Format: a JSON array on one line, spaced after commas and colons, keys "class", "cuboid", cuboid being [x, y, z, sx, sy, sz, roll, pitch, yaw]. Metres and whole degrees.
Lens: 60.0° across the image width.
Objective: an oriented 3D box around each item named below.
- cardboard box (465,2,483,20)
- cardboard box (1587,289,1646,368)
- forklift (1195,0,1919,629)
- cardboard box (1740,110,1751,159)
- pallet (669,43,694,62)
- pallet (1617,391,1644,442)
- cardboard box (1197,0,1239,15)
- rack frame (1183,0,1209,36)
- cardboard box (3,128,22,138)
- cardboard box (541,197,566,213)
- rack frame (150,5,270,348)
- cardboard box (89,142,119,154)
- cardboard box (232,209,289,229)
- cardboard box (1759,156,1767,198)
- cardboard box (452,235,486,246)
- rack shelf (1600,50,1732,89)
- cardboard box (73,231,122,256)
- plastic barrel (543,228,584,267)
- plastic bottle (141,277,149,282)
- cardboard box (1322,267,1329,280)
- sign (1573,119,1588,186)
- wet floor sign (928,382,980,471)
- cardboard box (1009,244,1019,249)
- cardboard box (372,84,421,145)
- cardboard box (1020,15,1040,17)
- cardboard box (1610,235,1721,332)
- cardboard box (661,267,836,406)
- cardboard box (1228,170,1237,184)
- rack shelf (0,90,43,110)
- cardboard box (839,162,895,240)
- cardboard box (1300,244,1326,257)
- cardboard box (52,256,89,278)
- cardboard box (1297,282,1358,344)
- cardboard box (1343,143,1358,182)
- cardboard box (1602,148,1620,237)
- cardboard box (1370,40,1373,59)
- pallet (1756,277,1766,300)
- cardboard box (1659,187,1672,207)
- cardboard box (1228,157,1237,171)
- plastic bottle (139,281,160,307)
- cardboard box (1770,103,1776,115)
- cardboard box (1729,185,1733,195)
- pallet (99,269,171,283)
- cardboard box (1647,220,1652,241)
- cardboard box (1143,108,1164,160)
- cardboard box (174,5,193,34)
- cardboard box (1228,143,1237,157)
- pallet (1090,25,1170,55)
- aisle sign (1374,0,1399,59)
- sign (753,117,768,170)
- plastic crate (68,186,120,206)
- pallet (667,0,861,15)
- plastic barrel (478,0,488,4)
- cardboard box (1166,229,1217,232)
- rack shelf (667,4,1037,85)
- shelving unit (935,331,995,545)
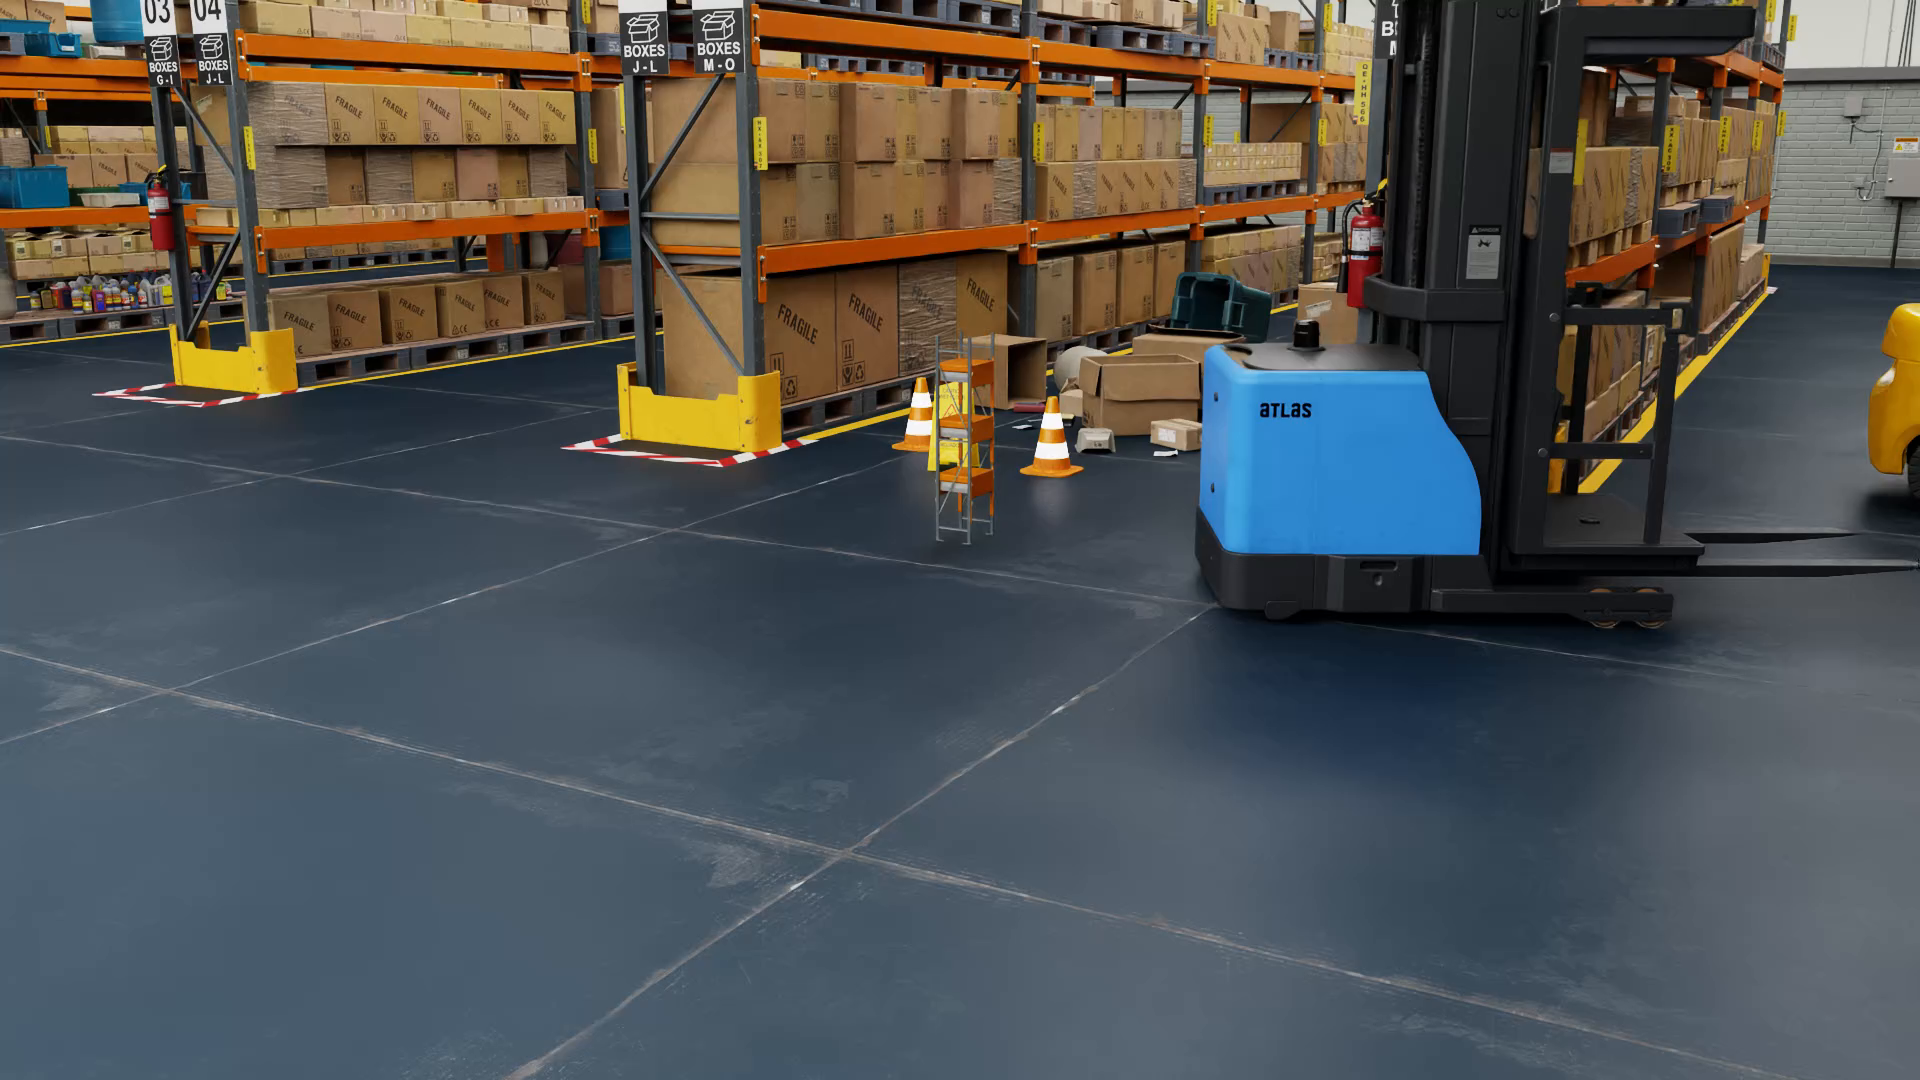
[{"class": "cardboard box", "cuboid": [-4.575, -4.807, 15.140, 0.380, 0.149, 0.250, 8, 16, 30]}, {"class": "cardboard box", "cuboid": [4.508, -1.494, 11.702, 0.500, 0.500, 0.500, 7, 15, 27]}, {"class": "forklift", "cuboid": [2.628, -1.178, 7.165, 3.031, 2.935, 1.130, 0, 14, 1]}, {"class": "cardboard box", "cuboid": [8.187, -4.363, 17.884, 0.500, 0.500, 0.500, 8, 16, 29]}, {"class": "pallet", "cuboid": [-3.225, -5.231, 17.834, 1.213, 0.211, 1.003, 7, 15, 28]}, {"class": "pallet", "cuboid": [4.266, -0.917, 11.885, 1.003, 0.211, 1.213, 7, 15, 28]}, {"class": "cardboard box", "cuboid": [2.797, -5.811, 17.992, 0.396, 0.266, 0.258, 7, 15, 28]}, {"class": "rack frame", "cuboid": [2.111, -6.691, 17.088, 1.000, 3.000, 0.127, 7, 15, 28]}, {"class": "cardboard box", "cuboid": [-15.331, -6.545, 26.745, 0.380, 0.149, 0.250, 5, 15, 21]}, {"class": "cardboard box", "cuboid": [-4.091, -3.287, 16.304, 0.380, 0.149, 0.250, 7, 15, 28]}, {"class": "rack frame", "cuboid": [-6.049, -2.716, 13.400, 1.000, 3.000, 0.127, 7, 15, 28]}, {"class": "cardboard box", "cuboid": [-14.470, -6.421, 27.877, 0.500, 0.500, 0.500, 8, 16, 30]}, {"class": "cardboard box", "cuboid": [-5.703, -2.626, 13.560, 0.380, 0.149, 0.250, 7, 15, 28]}, {"class": "cardboard box", "cuboid": [9.625, -4.480, 20.504, 0.500, 0.500, 0.500, 8, 16, 30]}, {"class": "cardboard box", "cuboid": [-8.526, -5.270, 28.790, 0.500, 0.311, 0.500, 7, 15, 28]}, {"class": "rack shelf", "cuboid": [5.526, -3.933, 13.581, 1.077, 0.370, 4.000, 7, 15, 28]}, {"class": "cardboard box", "cuboid": [-11.872, -4.065, 22.769, 0.500, 0.311, 0.500, 7, 15, 26]}, {"class": "plastic barrel", "cuboid": [-5.750, -4.285, 24.155, 0.600, 0.588, 0.708, 7, 15, 28]}, {"class": "plastic bottle", "cuboid": [-9.169, -2.824, 18.728, 0.097, 0.271, 0.097, 0, 14, 0]}, {"class": "cardboard box", "cuboid": [4.631, -3.507, 21.865, 0.380, 0.149, 0.250, 8, 16, 30]}, {"class": "sign", "cuboid": [3.101, -1.953, 8.386, 0.100, 0.325, 0.005, 7, 15, 28]}, {"class": "wet floor sign", "cuboid": [-0.037, -0.759, 10.304, 0.267, 0.644, 0.232, 5, 14, 18]}, {"class": "cardboard box", "cuboid": [0.576, -4.660, 25.102, 0.875, 0.875, 0.875, 7, 15, 28]}, {"class": "cardboard box", "cuboid": [-5.056, -3.682, 14.425, 0.500, 0.500, 0.500, 7, 15, 28]}, {"class": "cardboard box", "cuboid": [0.379, -4.755, 14.668, 0.500, 0.250, 0.500, 8, 15, 29]}, {"class": "cardboard box", "cuboid": [6.900, -2.538, 16.299, 0.875, 0.875, 0.875, 7, 15, 28]}, {"class": "cardboard box", "cuboid": [-1.486, -1.451, 11.791, 0.875, 0.875, 0.875, 7, 15, 28]}, {"class": "cardboard box", "cuboid": [2.893, -4.092, 18.746, 0.380, 0.149, 0.250, 8, 16, 31]}, {"class": "rack shelf", "cuboid": [-16.157, -6.739, 25.222, 1.077, 0.370, 4.000, 7, 15, 28]}, {"class": "cardboard box", "cuboid": [-0.989, -2.504, 12.198, 0.875, 0.550, 0.550, 7, 15, 28]}, {"class": "cardboard box", "cuboid": [4.578, -3.800, 21.813, 0.380, 0.149, 0.250, 8, 16, 31]}, {"class": "cardboard box", "cuboid": [-12.125, -3.687, 22.397, 0.500, 0.250, 0.500, 8, 16, 29]}, {"class": "cardboard box", "cuboid": [2.987, -1.762, 13.162, 0.500, 0.500, 0.500, 7, 15, 28]}, {"class": "cardboard box", "cuboid": [5.013, -5.063, 22.288, 0.500, 0.500, 0.500, 7, 15, 27]}, {"class": "cardboard box", "cuboid": [3.590, -2.064, 9.845, 0.500, 0.500, 0.500, 7, 15, 27]}, {"class": "cardboard box", "cuboid": [5.483, -6.711, 22.825, 0.500, 0.250, 0.500, 8, 16, 29]}, {"class": "pallet", "cuboid": [10.043, -3.347, 21.968, 1.003, 0.211, 1.213, 7, 15, 28]}, {"class": "cardboard box", "cuboid": [5.103, -2.574, 12.449, 0.380, 0.149, 0.250, 8, 16, 29]}, {"class": "cardboard box", "cuboid": [2.898, -4.241, 18.729, 0.380, 0.149, 0.250, 7, 15, 28]}, {"class": "plastic bottle", "cuboid": [-8.841, -2.684, 18.141, 0.152, 0.276, 0.135, 8, 16, 29]}, {"class": "cardboard box", "cuboid": [10.210, -5.512, 21.268, 0.380, 0.149, 0.250, 7, 15, 28]}, {"class": "cardboard box", "cuboid": [7.677, -3.550, 17.177, 0.500, 0.250, 0.500, 7, 15, 28]}, {"class": "pallet", "cuboid": [-11.875, -3.711, 23.477, 1.003, 0.211, 1.213, 7, 15, 28]}, {"class": "cardboard box", "cuboid": [4.671, -2.191, 11.759, 0.380, 0.149, 0.250, 7, 15, 27]}, {"class": "cardboard box", "cuboid": [1.642, -4.115, 16.854, 0.700, 0.500, 0.500, 7, 15, 27]}, {"class": "cardboard box", "cuboid": [-6.038, -4.229, 13.596, 0.500, 0.250, 0.500, 8, 16, 29]}, {"class": "cardboard box", "cuboid": [2.883, -4.378, 18.666, 0.380, 0.149, 0.250, 7, 15, 26]}, {"class": "pallet", "cuboid": [1.308, -4.773, 15.936, 1.003, 0.211, 1.213, 8, 16, 31]}, {"class": "aisle sign", "cuboid": [2.342, -2.877, 8.522, 0.394, 0.787, 0.004, 7, 15, 28]}, {"class": "sign", "cuboid": [-1.273, -2.529, 10.606, 0.100, 0.325, 0.005, 7, 15, 28]}, {"class": "plastic crate", "cuboid": [-9.355, -3.748, 18.134, 0.450, 0.188, 0.662, 7, 15, 28]}, {"class": "pallet", "cuboid": [-1.407, -3.702, 11.278, 1.003, 0.211, 1.213, 7, 15, 28]}, {"class": "plastic barrel", "cuboid": [-6.241, -6.906, 22.566, 0.600, 0.830, 0.708, 7, 15, 28]}, {"class": "cardboard box", "cuboid": [2.706, -3.506, 19.512, 0.500, 0.250, 0.500, 8, 16, 29]}, {"class": "rack shelf", "cuboid": [-0.789, -3.652, 12.418, 1.077, 0.370, 4.000, 7, 15, 28]}, {"class": "shelving unit", "cuboid": [0.026, -0.521, 8.456, 0.215, 1.050, 0.252, 7, 15, 28]}]
